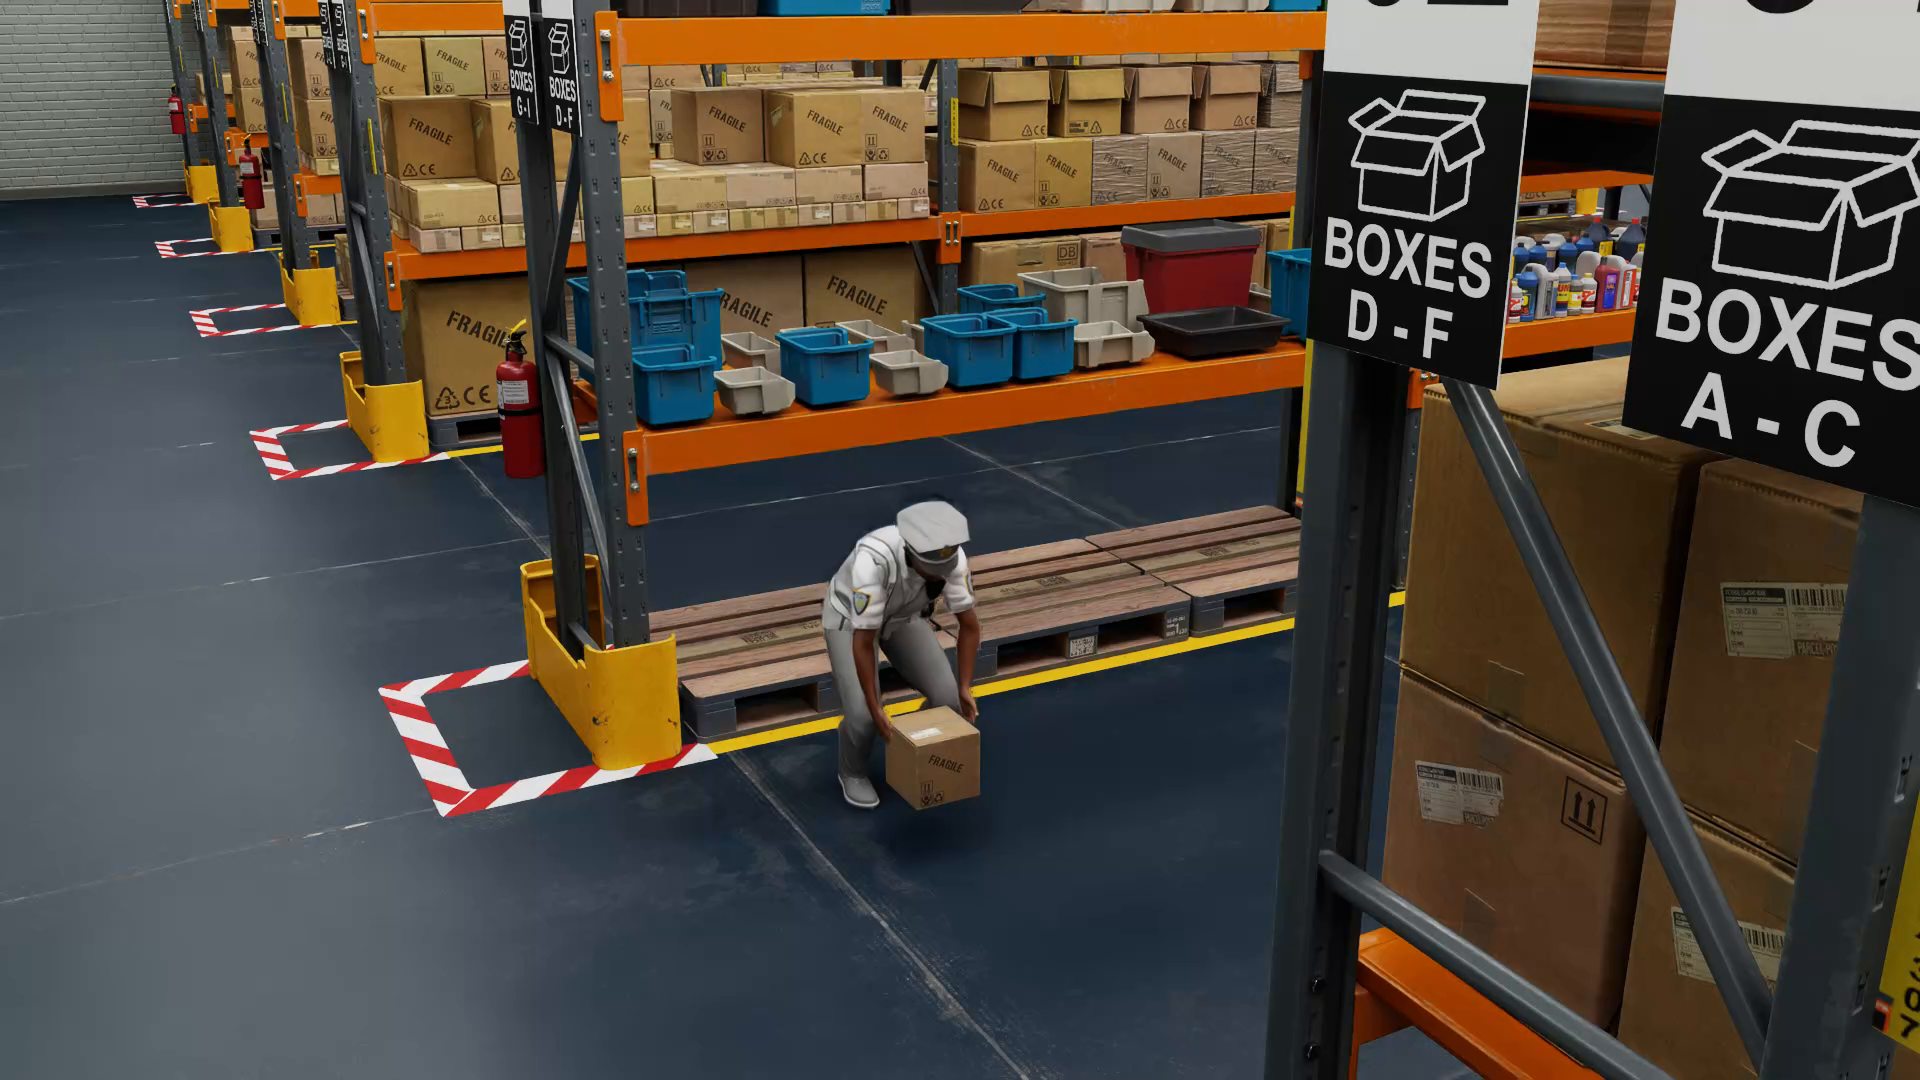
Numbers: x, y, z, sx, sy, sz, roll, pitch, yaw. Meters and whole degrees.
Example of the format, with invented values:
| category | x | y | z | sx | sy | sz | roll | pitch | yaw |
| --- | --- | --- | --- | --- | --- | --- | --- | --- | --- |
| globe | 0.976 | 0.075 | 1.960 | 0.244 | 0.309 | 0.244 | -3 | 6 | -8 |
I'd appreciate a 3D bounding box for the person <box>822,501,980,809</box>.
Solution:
| category | x | y | z | sx | sy | sz | roll | pitch | yaw |
| --- | --- | --- | --- | --- | --- | --- | --- | --- | --- |
| person | -0.205 | 0.397 | 6.101 | 0.502 | 1.222 | 0.788 | -7 | 20 | -21 |
